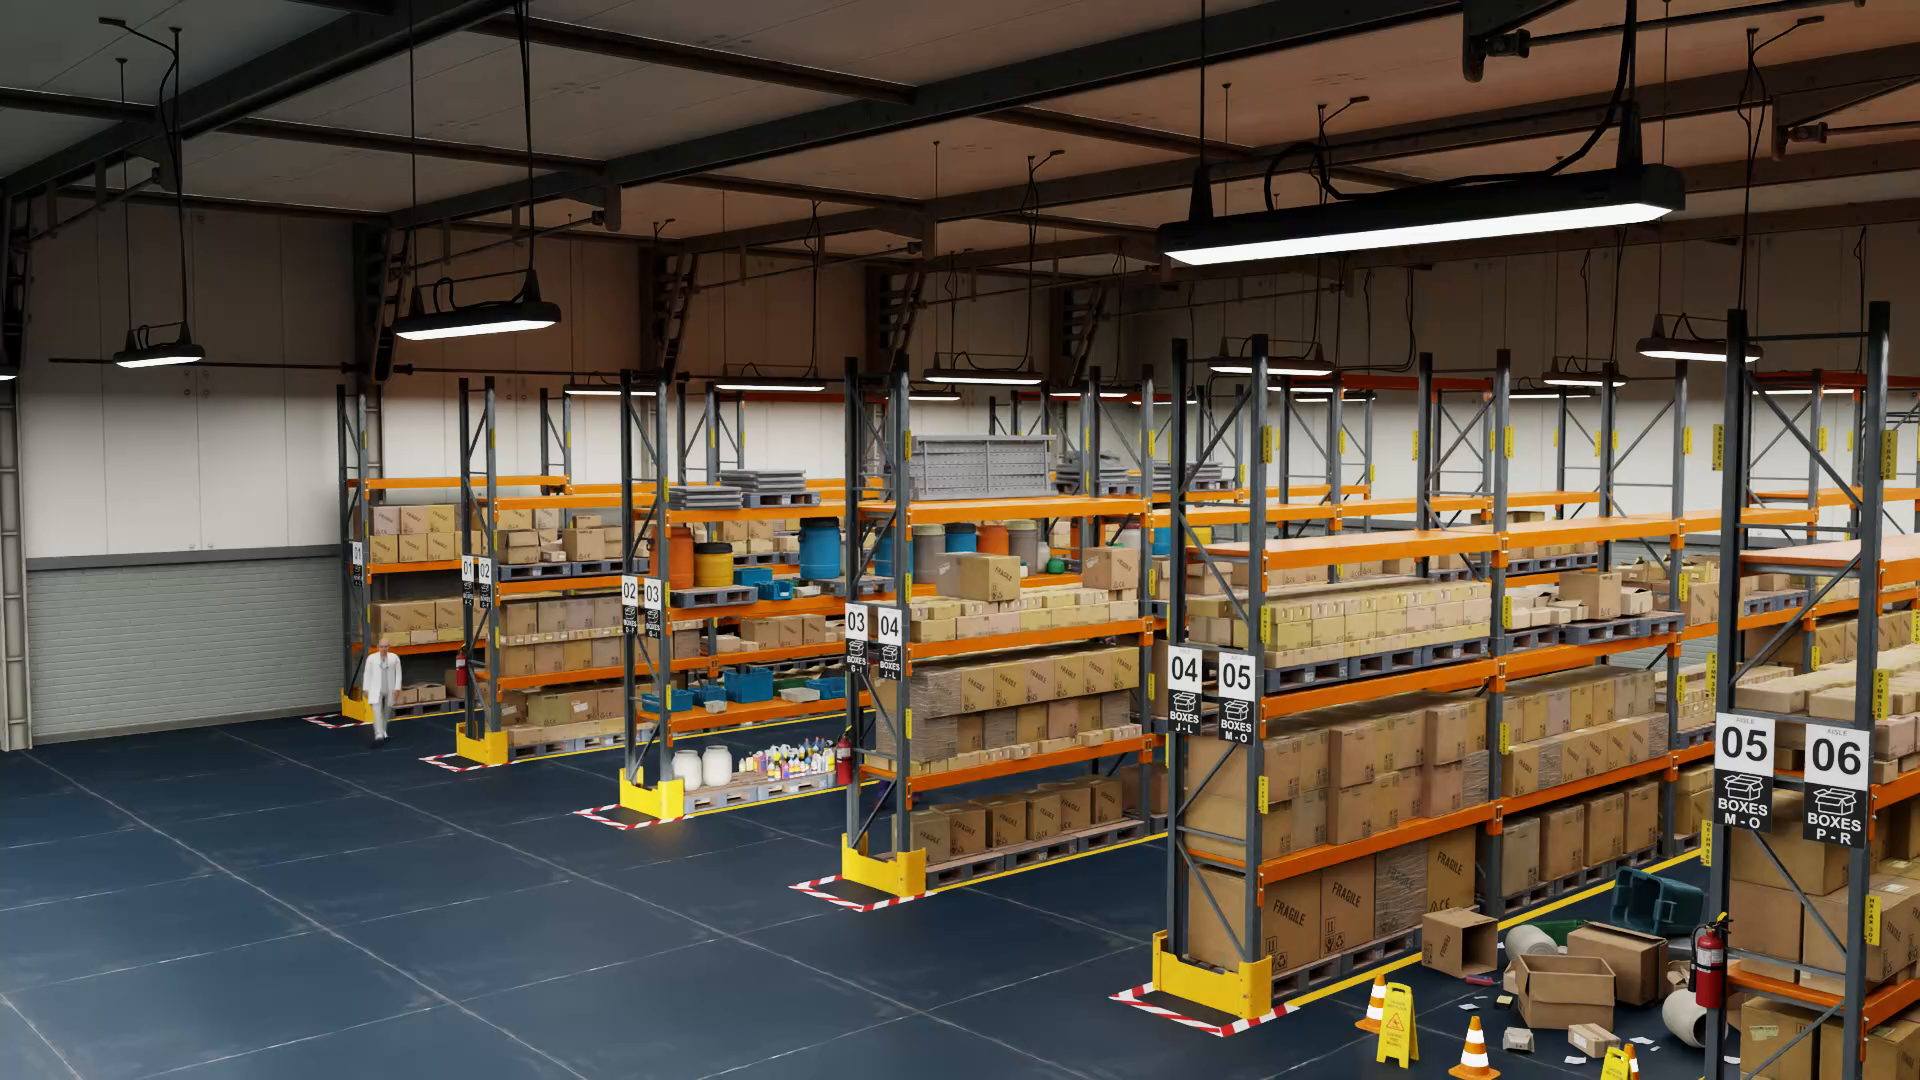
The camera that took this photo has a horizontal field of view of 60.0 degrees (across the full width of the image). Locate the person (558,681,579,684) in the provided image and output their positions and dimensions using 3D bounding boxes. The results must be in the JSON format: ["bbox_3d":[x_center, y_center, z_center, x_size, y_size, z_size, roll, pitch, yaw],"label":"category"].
[{"bbox_3d":[-7.135,2.338,29.959,0.571,1.667,1.071,1,4,18],"label":"person"}]

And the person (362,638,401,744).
[{"bbox_3d":[-9.526,2.481,27.498,0.592,1.711,1.163,-3,5,-34],"label":"person"}]

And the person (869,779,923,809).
[{"bbox_3d":[-0.889,2.843,22.816,0.508,1.605,0.931,3,5,39],"label":"person"}]
